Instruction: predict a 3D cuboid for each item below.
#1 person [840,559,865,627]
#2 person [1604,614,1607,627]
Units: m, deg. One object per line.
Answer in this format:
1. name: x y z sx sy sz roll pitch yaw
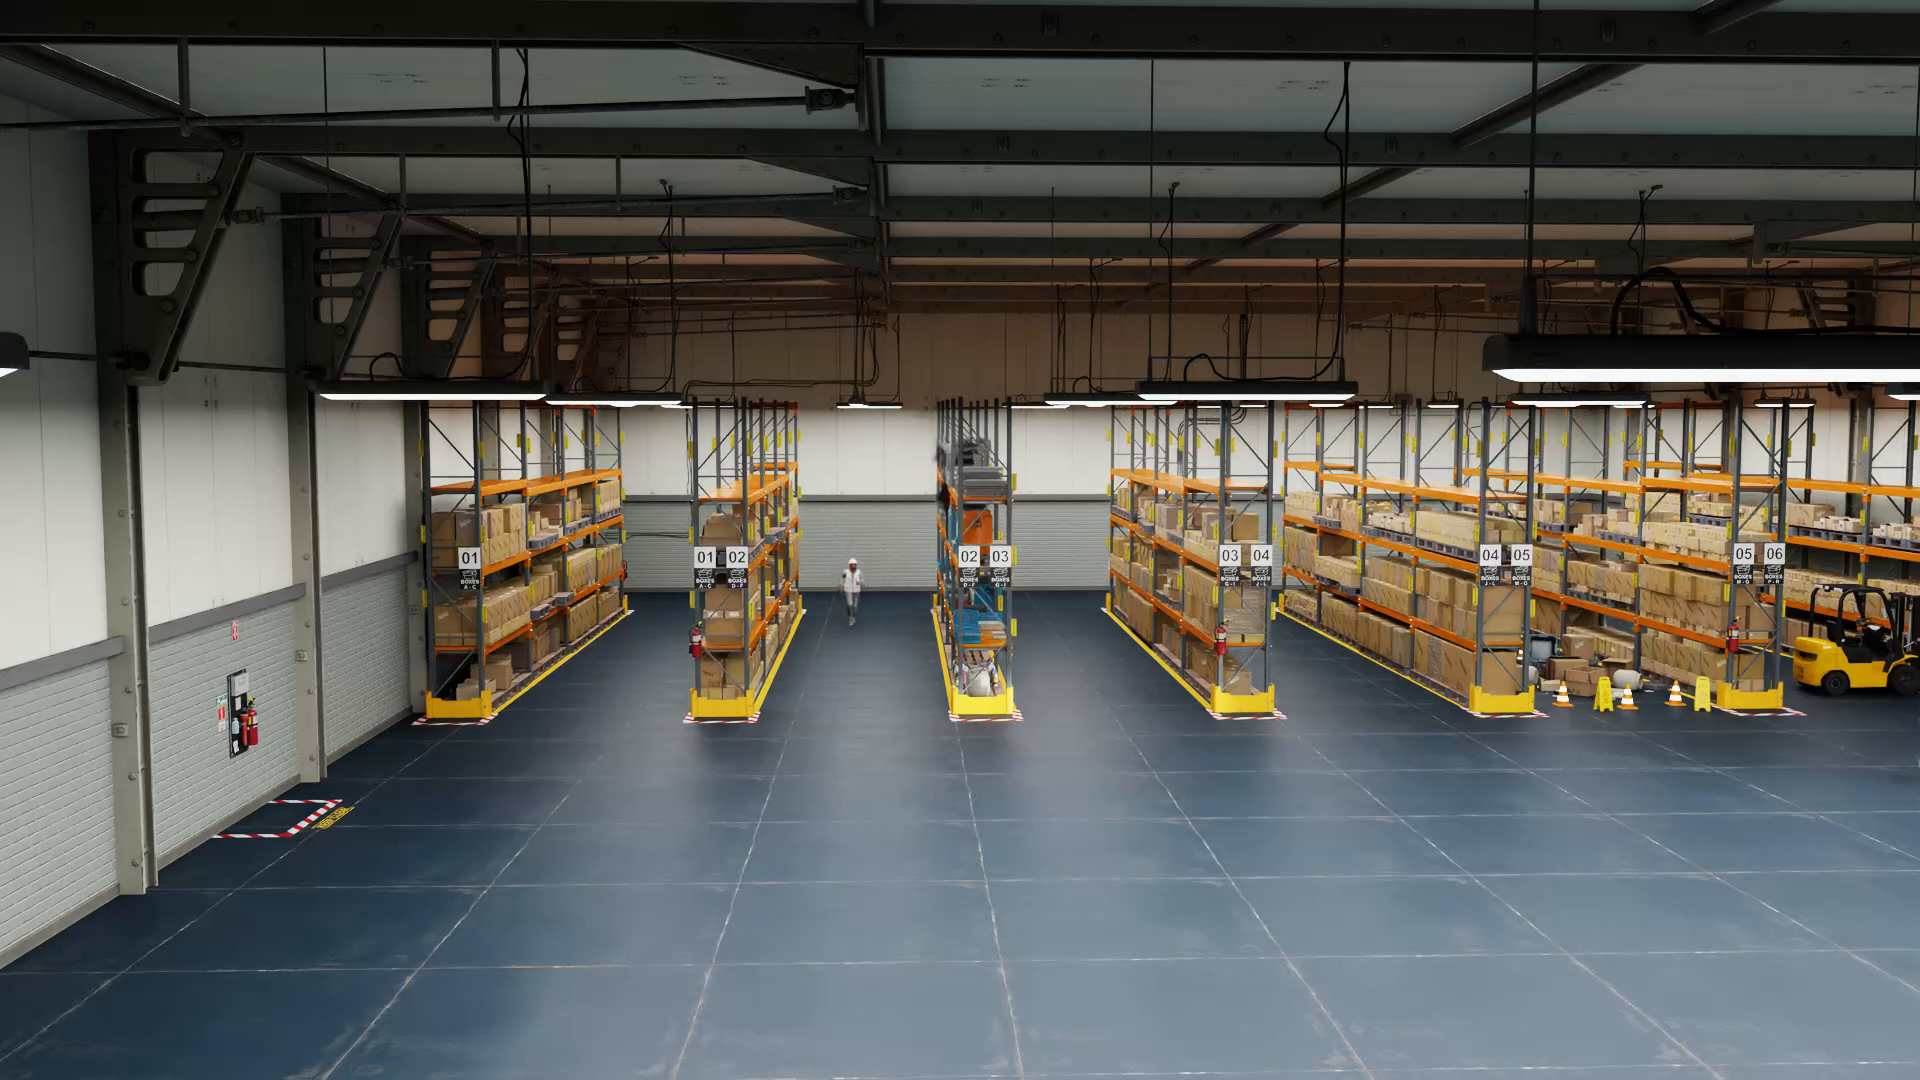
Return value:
1. person: -2.875 1.407 44.509 0.621 1.825 0.834 -1 5 -14
2. person: 16.235 1.574 42.285 0.660 1.806 0.694 0 4 -5
